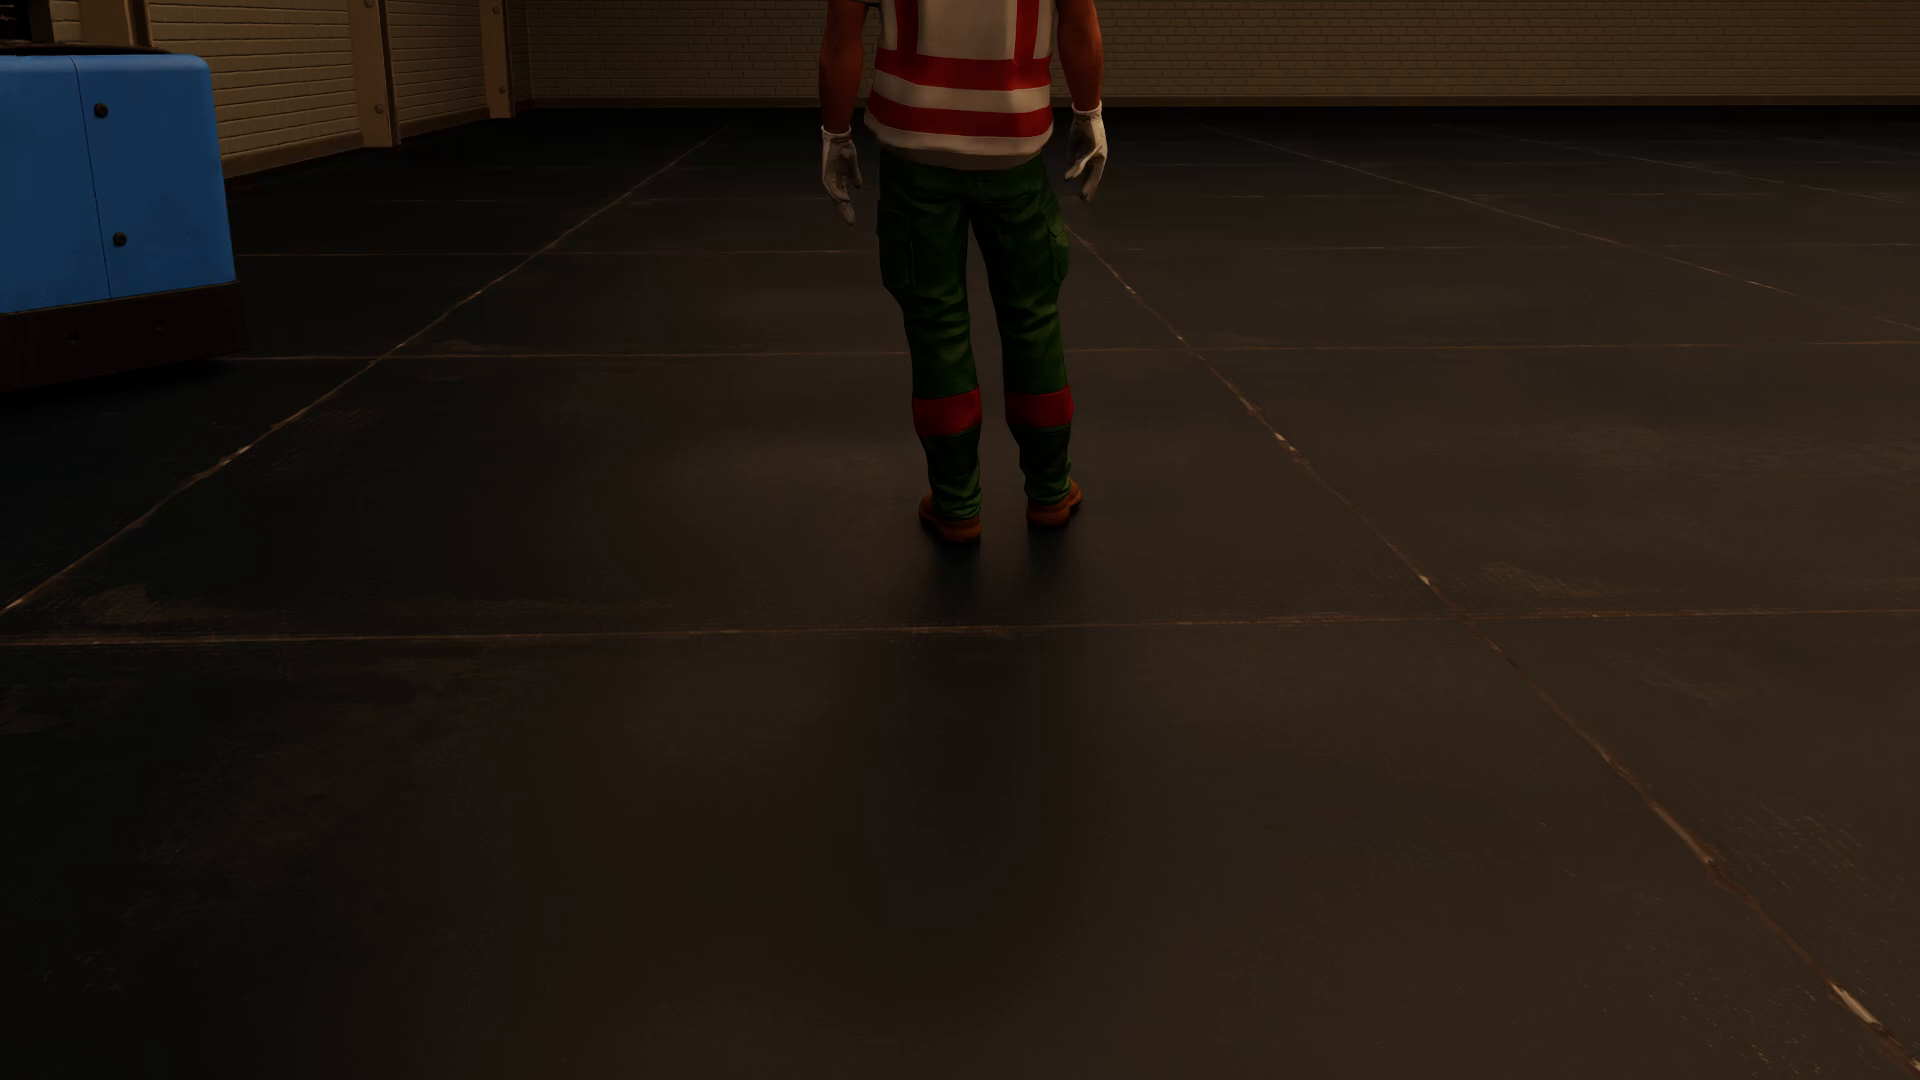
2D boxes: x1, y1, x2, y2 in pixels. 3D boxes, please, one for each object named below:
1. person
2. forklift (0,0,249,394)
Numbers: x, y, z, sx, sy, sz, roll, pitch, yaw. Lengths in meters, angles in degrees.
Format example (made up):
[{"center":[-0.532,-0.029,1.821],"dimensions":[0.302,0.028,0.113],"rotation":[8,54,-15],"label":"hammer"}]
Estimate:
[{"center":[0.009,-0.886,3.731],"dimensions":[0.637,1.787,0.564],"rotation":[-1,17,-3],"label":"person"},{"center":[-4.040,-2.121,5.841],"dimensions":[3.031,2.935,1.130],"rotation":[10,20,30],"label":"forklift"}]
